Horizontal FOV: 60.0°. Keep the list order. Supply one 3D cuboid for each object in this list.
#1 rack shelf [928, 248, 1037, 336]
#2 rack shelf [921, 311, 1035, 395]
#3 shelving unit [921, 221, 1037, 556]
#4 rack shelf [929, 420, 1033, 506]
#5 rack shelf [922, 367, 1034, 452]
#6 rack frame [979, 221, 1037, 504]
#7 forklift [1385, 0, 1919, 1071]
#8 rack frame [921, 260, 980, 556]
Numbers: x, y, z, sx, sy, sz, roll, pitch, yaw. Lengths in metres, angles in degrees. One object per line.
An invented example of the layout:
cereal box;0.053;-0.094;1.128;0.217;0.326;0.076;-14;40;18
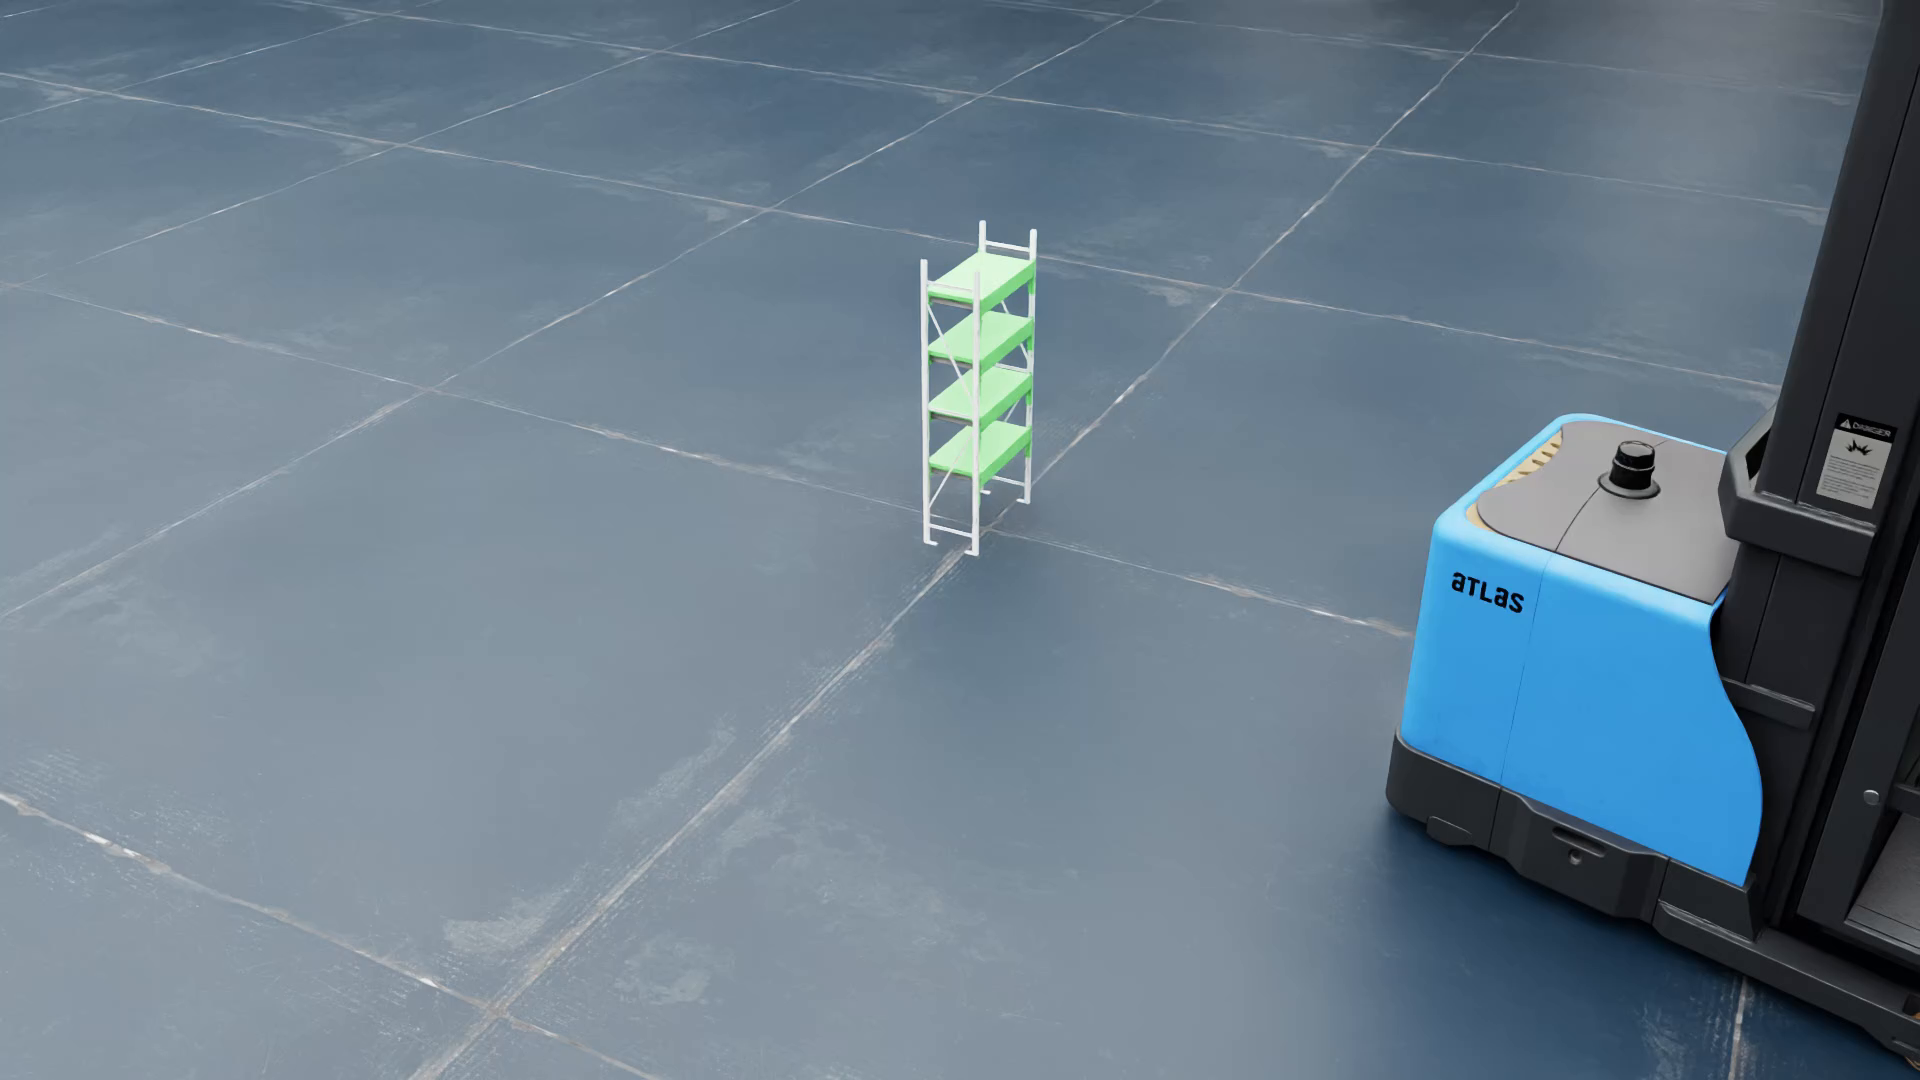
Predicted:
rack shelf;0.075;-0.955;6.372;0.258;0.148;0.480;14;33;23
rack shelf;0.075;-0.746;6.491;0.258;0.148;0.480;14;33;23
shelving unit;0.075;-0.594;6.579;0.258;1.200;0.503;14;33;23
rack shelf;0.075;-0.330;6.730;0.258;0.148;0.480;14;33;23
rack shelf;0.075;-0.538;6.611;0.258;0.148;0.480;14;33;23
rack frame;0.187;-0.702;6.767;0.240;1.200;0.015;14;33;23
forklift;2.789;-0.114;4.004;3.031;2.935;1.130;23;37;34
rack frame;-0.036;-0.486;6.391;0.240;1.200;0.015;14;33;23
